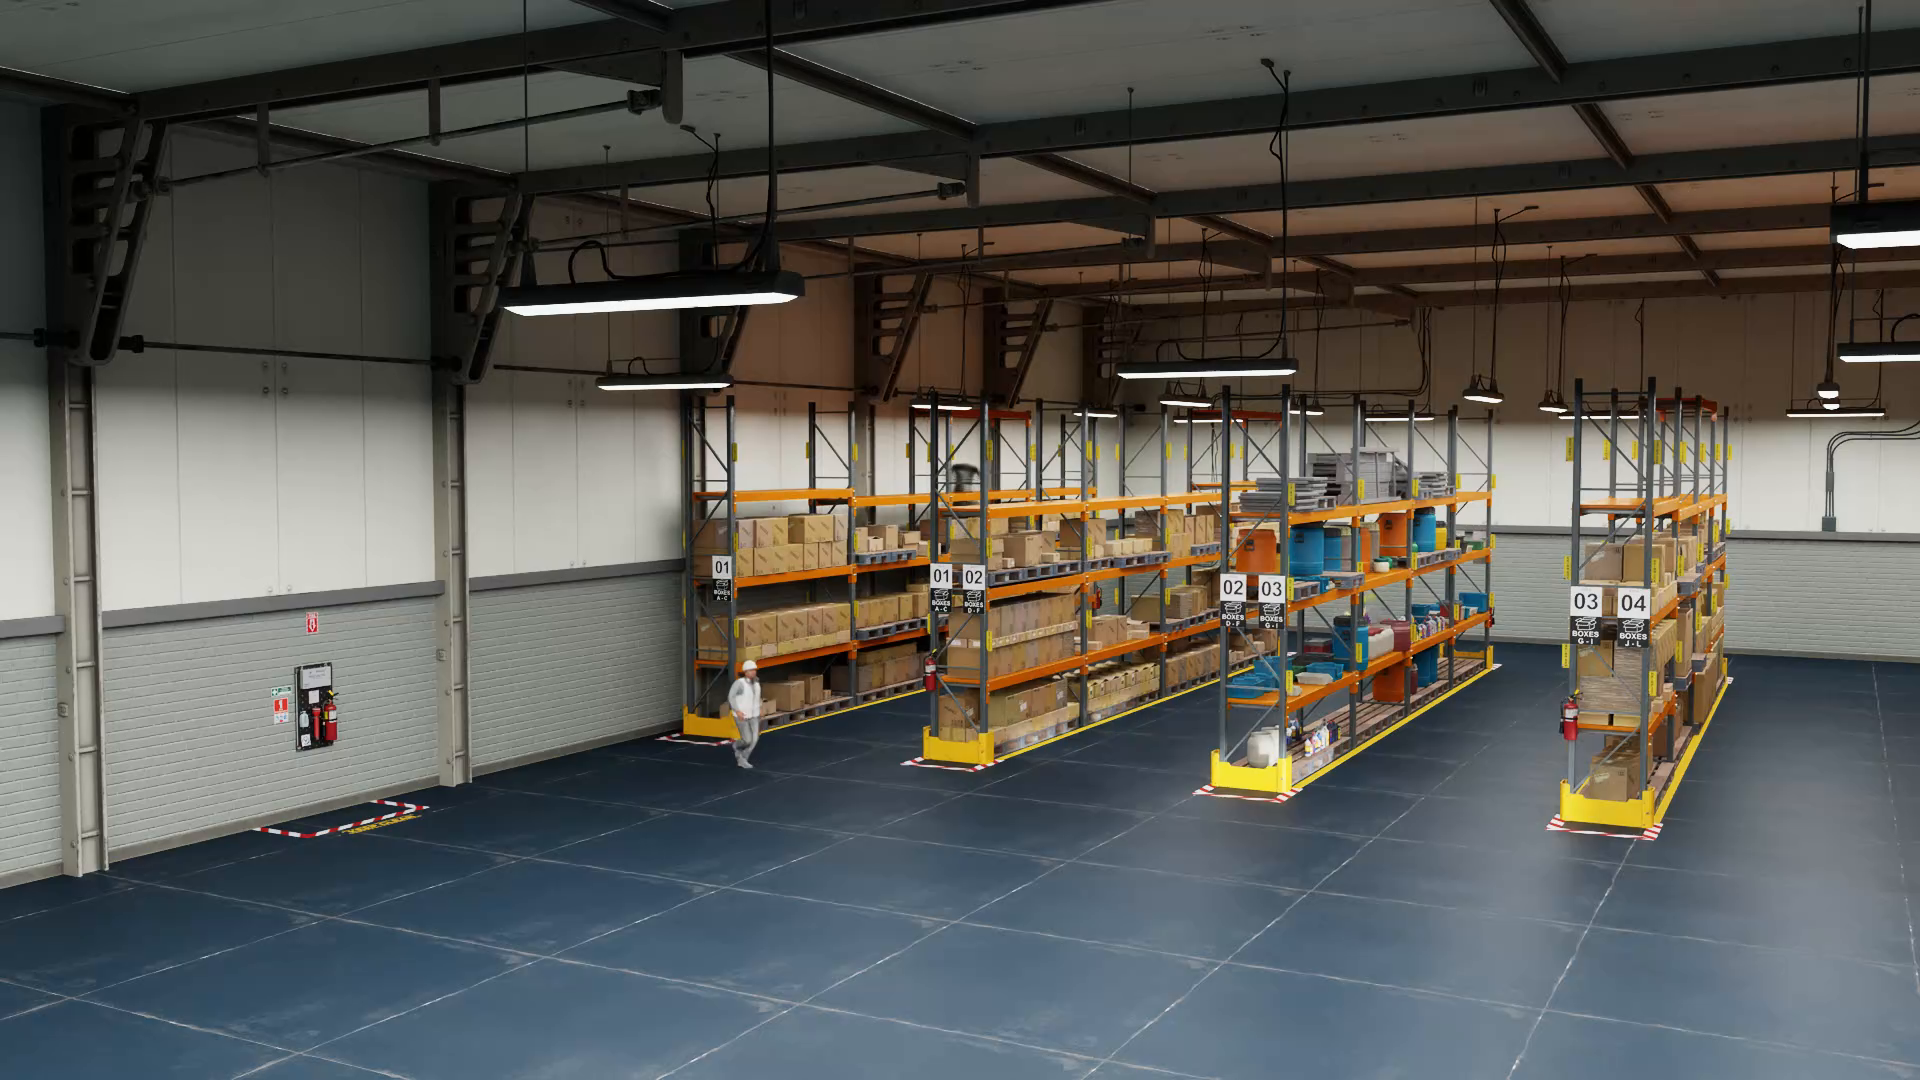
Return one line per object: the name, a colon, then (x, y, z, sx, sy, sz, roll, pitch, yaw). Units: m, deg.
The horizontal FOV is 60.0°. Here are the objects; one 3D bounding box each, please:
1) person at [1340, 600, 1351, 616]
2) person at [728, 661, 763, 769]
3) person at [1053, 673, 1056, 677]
person: (8.562, 2.204, 36.473, 0.667, 1.789, 0.727, 1, 3, 21)
person: (-3.425, 2.763, 26.429, 0.655, 1.718, 0.573, -3, 4, -41)
person: (1.962, 2.287, 35.429, 0.702, 1.713, 0.716, 1, 3, 11)
